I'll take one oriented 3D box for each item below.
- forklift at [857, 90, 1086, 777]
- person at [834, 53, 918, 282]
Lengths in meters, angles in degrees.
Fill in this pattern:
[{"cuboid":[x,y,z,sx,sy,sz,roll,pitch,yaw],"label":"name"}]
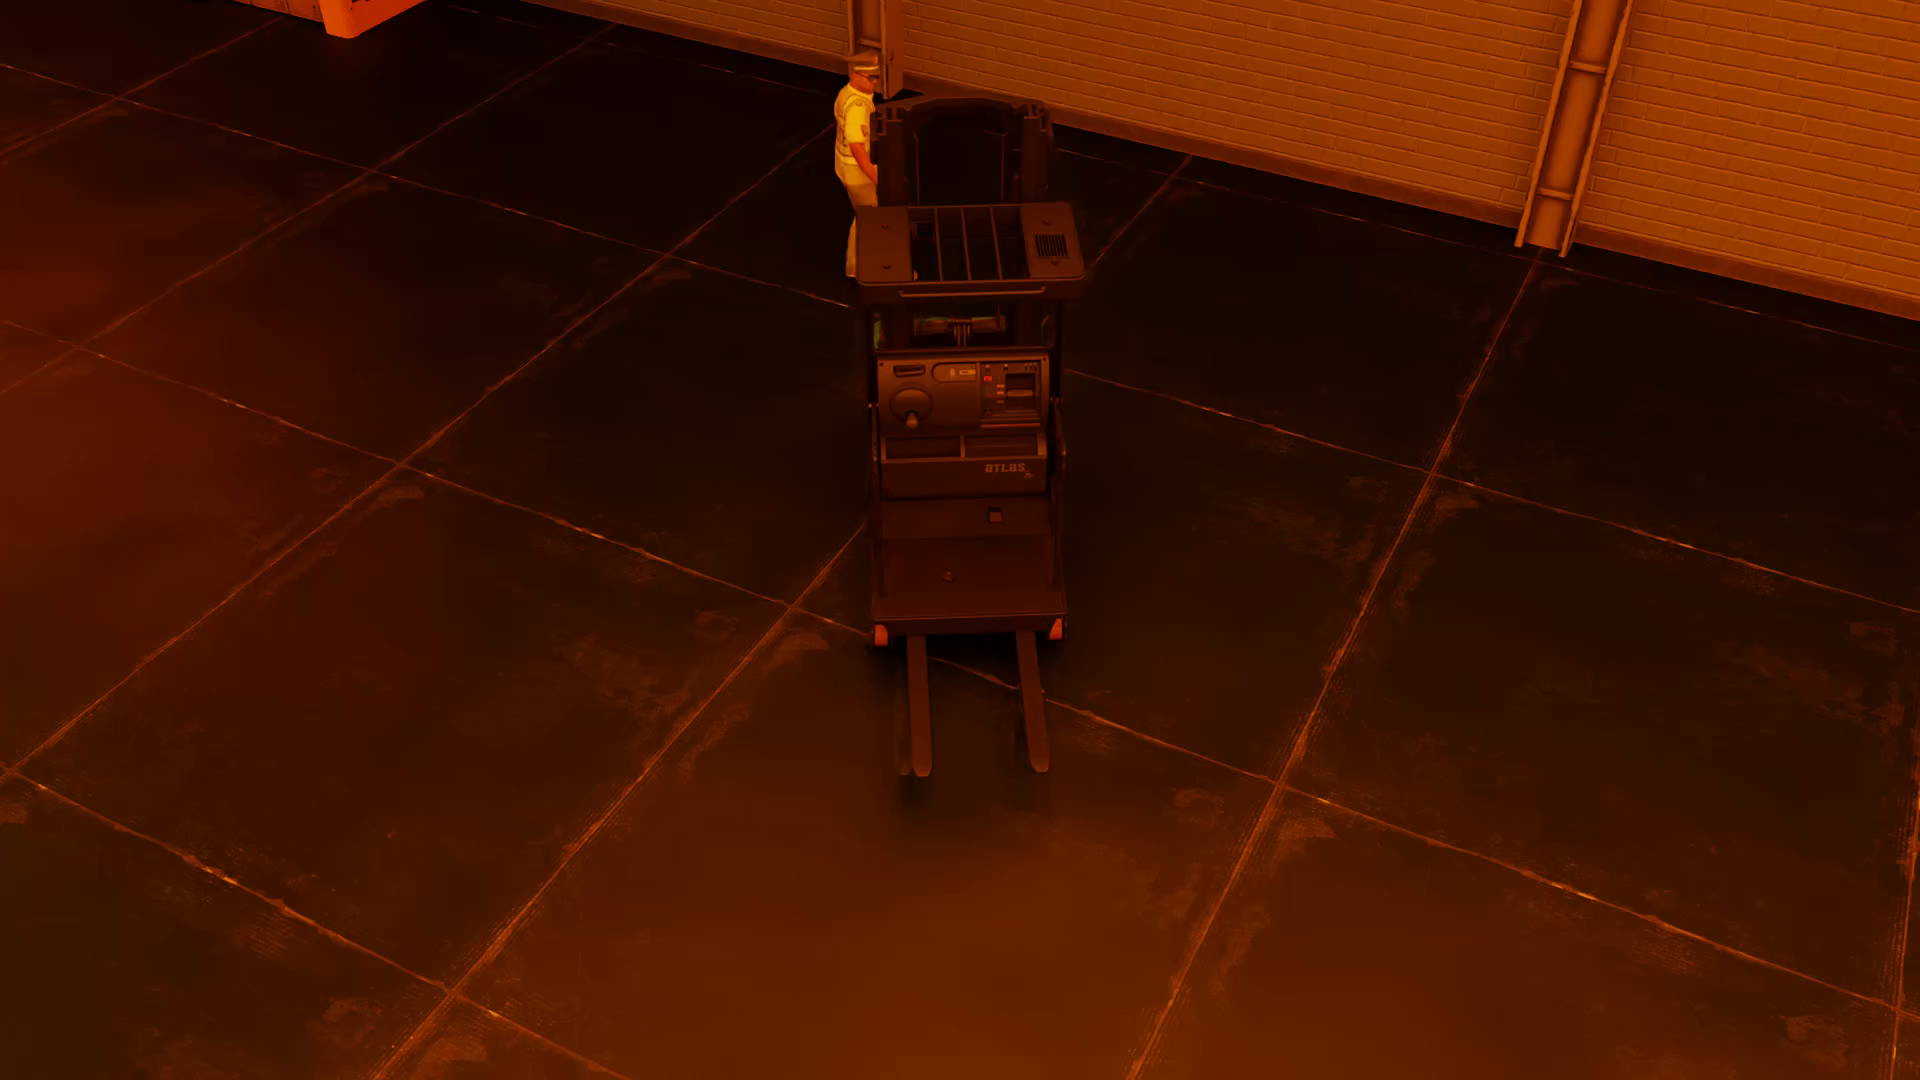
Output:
[{"cuboid":[0.033,-0.728,8.851,1.130,2.935,3.031,-2,40,-2],"label":"forklift"},{"cuboid":[-0.628,-2.696,12.105,0.537,1.749,0.738,-14,42,-16],"label":"person"}]
